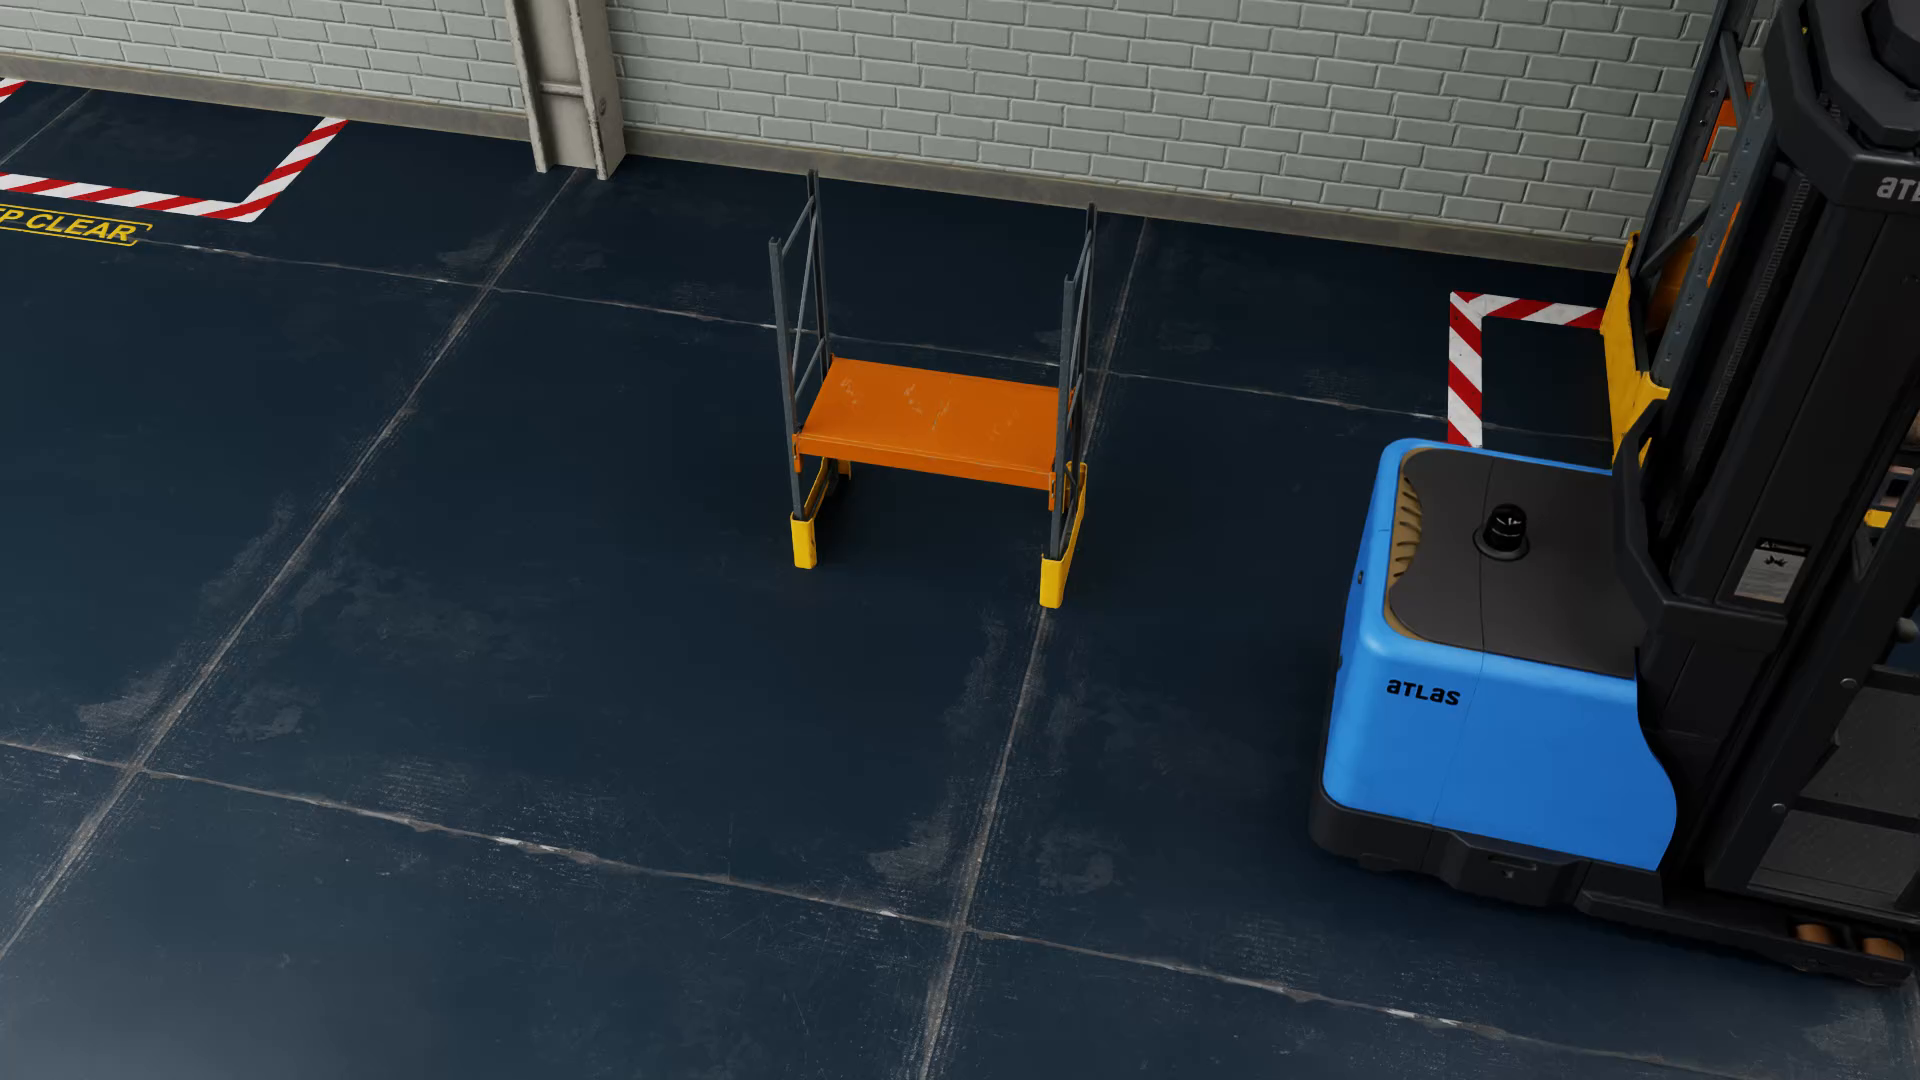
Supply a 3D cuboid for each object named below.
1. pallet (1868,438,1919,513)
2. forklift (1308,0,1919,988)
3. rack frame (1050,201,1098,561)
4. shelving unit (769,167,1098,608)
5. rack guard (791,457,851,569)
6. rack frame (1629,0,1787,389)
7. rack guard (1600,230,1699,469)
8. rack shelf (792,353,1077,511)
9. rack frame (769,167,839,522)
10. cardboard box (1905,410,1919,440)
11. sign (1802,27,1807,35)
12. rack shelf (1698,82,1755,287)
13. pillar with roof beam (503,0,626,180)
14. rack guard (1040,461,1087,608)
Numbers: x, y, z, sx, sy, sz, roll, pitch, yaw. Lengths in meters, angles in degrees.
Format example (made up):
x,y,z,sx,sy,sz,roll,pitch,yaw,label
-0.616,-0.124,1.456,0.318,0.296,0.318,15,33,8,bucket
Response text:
x,y,z,sx,sy,sz,roll,pitch,yaw,label
3.836,-0.548,7.168,1.213,0.211,1.003,9,45,9,pallet
2.754,-0.052,4.691,3.031,2.935,1.130,11,45,11,forklift
0.413,-0.476,6.163,0.032,1.500,0.500,9,45,9,rack frame
-0.074,-0.552,6.242,1.083,1.500,0.587,9,45,9,shelving unit
-0.560,-0.177,6.754,0.087,0.250,0.587,9,45,9,rack guard
2.976,-1.711,6.365,0.127,3.000,1.000,9,45,9,rack frame
3.050,-0.799,7.220,0.348,0.500,1.175,9,45,9,rack guard
-0.083,-0.424,6.368,1.000,0.185,0.538,9,45,9,rack shelf
-0.579,-0.630,6.323,0.032,1.500,0.500,9,45,9,rack frame
4.188,-0.649,6.883,0.500,0.311,0.500,12,45,12,cardboard box
2.858,-1.656,5.683,0.005,0.325,0.100,9,45,9,sign
4.928,-1.149,6.300,4.000,0.370,1.077,9,45,9,rack shelf
-2.947,-2.347,2.700,0.400,9.000,9.100,9,45,9,pillar with roof beam
0.412,-0.026,6.597,0.087,0.250,0.587,9,45,9,rack guard
